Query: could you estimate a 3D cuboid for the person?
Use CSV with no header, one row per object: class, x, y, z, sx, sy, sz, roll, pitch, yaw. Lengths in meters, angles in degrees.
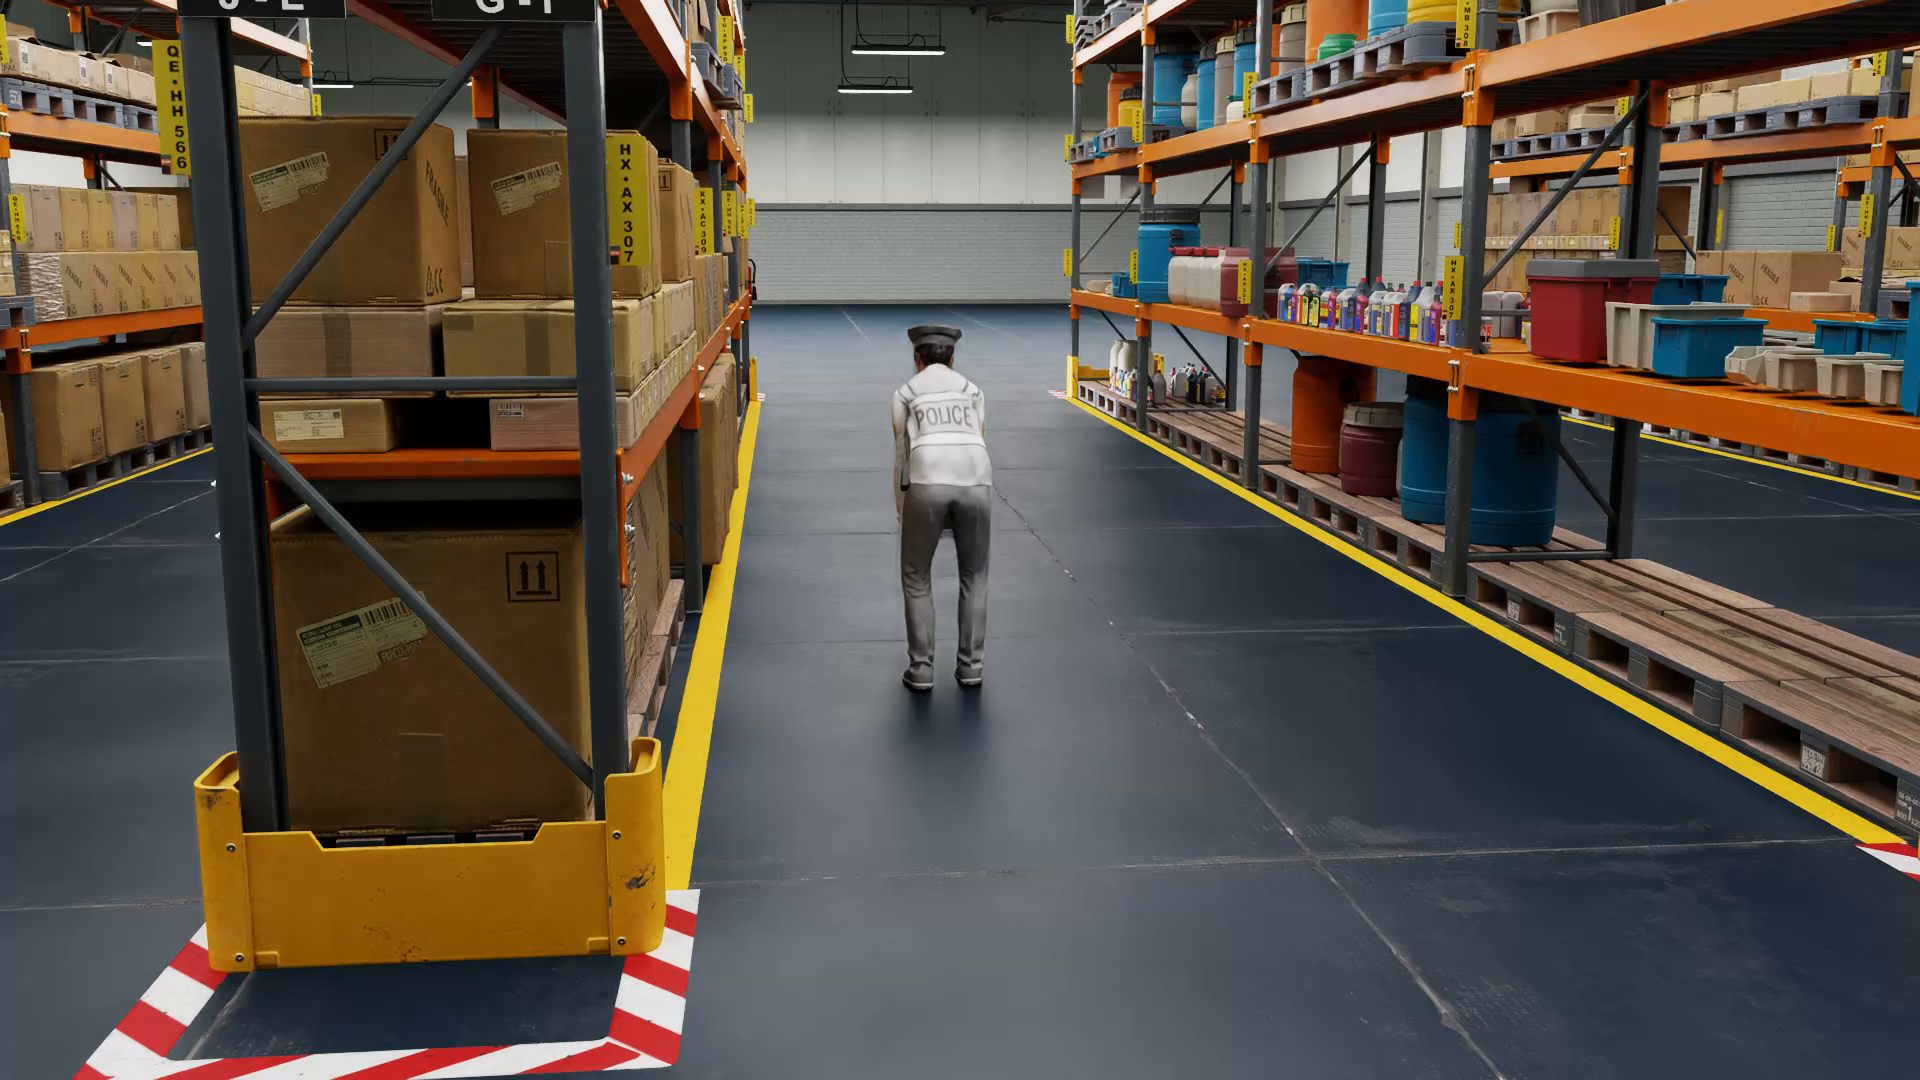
person,-0.086,-0.151,7.154,0.405,1.530,0.693,-1,10,-7
